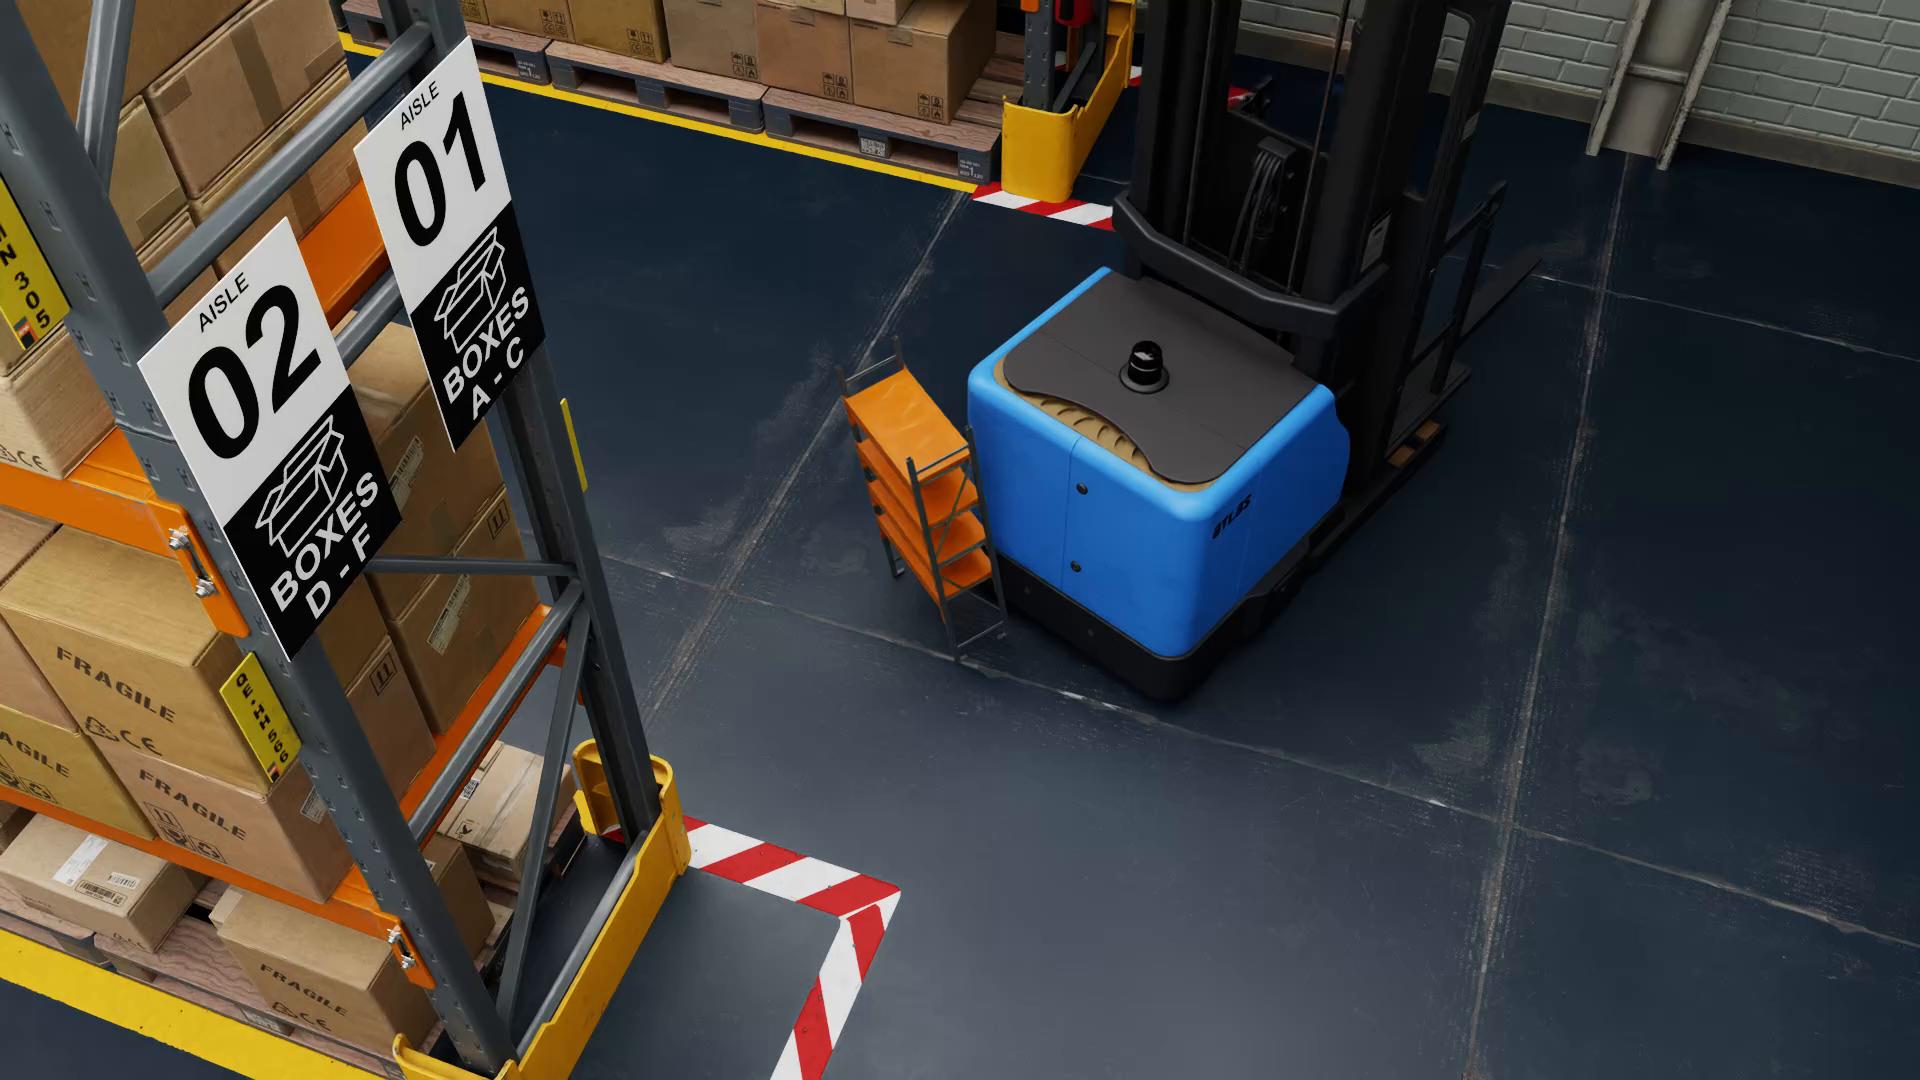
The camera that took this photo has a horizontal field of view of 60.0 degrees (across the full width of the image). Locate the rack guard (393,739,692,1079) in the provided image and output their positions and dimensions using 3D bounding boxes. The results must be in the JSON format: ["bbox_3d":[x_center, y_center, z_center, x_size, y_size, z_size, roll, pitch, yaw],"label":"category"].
[{"bbox_3d":[-1.262,1.254,5.199,0.348,0.500,1.175,16,51,13],"label":"rack guard"}]

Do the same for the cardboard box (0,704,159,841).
[{"bbox_3d":[-2.193,0.365,4.249,0.500,0.500,0.500,16,51,13],"label":"cardboard box"}]

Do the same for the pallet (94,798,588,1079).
[{"bbox_3d":[-2.011,1.141,5.488,1.213,0.211,1.003,16,51,13],"label":"pallet"}]

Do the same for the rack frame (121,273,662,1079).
[{"bbox_3d":[-1.191,0.455,4.237,0.127,3.000,1.000,16,51,13],"label":"rack frame"}]

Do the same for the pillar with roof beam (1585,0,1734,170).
[{"bbox_3d":[1.863,-1.876,2.288,0.400,9.000,9.100,16,51,13],"label":"pillar with roof beam"}]

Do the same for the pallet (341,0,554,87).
[{"bbox_3d":[-2.544,-2.937,9.022,1.213,0.211,1.003,16,51,13],"label":"pallet"}]

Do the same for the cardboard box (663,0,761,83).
[{"bbox_3d":[-1.111,-2.751,8.392,0.500,0.500,0.700,14,51,12],"label":"cardboard box"}]

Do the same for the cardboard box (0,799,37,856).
[{"bbox_3d":[-3.179,0.570,5.499,0.637,0.503,0.797,16,51,13],"label":"cardboard box"}]

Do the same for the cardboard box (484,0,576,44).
[{"bbox_3d":[-2.094,-3.021,8.626,0.500,0.500,0.700,15,51,13],"label":"cardboard box"}]

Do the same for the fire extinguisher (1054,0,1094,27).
[{"bbox_3d":[0.504,-2.543,7.134,0.183,0.674,0.296,16,51,13],"label":"fire extinguisher"}]

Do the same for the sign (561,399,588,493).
[{"bbox_3d":[-1.003,-0.213,4.243,0.005,0.325,0.100,16,51,13],"label":"sign"}]

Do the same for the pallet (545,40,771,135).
[{"bbox_3d":[-1.396,-2.618,8.746,1.213,0.211,1.003,16,51,13],"label":"pallet"}]

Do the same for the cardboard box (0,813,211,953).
[{"bbox_3d":[-2.667,0.974,5.316,0.500,0.250,0.500,16,51,13],"label":"cardboard box"}]

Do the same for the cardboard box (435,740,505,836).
[{"bbox_3d":[-1.699,0.821,5.504,0.250,0.166,0.380,16,51,13],"label":"cardboard box"}]

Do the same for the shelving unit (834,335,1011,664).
[{"bbox_3d":[-0.114,-0.112,5.901,0.258,1.200,0.503,-29,54,-12],"label":"shelving unit"}]

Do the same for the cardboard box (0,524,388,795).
[{"bbox_3d":[-1.704,0.174,3.753,0.500,0.500,0.500,15,51,13],"label":"cardboard box"}]

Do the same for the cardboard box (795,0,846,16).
[{"bbox_3d":[-0.593,-2.672,7.894,0.250,0.149,0.380,17,51,14],"label":"cardboard box"}]

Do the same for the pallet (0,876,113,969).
[{"bbox_3d":[-3.151,0.820,5.766,1.213,0.211,1.003,16,51,13],"label":"pallet"}]

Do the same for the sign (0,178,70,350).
[{"bbox_3d":[-1.402,-0.429,2.432,0.005,0.325,0.100,16,51,13],"label":"sign"}]

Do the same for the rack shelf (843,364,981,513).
[{"bbox_3d":[-0.164,-0.345,5.588,0.258,0.148,0.480,-29,54,-12],"label":"rack shelf"}]

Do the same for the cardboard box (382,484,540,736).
[{"bbox_3d":[-1.516,0.120,4.462,0.500,0.500,0.500,17,51,14],"label":"cardboard box"}]

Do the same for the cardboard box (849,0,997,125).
[{"bbox_3d":[-0.169,-2.488,8.164,0.500,0.500,0.700,16,51,13],"label":"cardboard box"}]

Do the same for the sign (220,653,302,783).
[{"bbox_3d":[-1.402,0.361,3.344,0.005,0.325,0.100,16,51,13],"label":"sign"}]

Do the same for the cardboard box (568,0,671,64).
[{"bbox_3d":[-1.613,-2.885,8.508,0.500,0.500,0.700,17,51,14],"label":"cardboard box"}]

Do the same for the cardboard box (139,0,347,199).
[{"bbox_3d":[-1.583,-0.961,3.248,0.500,0.250,0.500,16,51,13],"label":"cardboard box"}]

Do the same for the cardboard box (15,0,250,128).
[{"bbox_3d":[-1.679,-1.010,2.794,0.500,0.500,0.700,16,51,13],"label":"cardboard box"}]

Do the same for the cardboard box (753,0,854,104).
[{"bbox_3d":[-0.639,-2.619,8.278,0.500,0.500,0.700,15,51,13],"label":"cardboard box"}]

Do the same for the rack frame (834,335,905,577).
[{"bbox_3d":[-0.237,-0.271,6.039,0.240,1.200,0.015,-29,54,-12],"label":"rack frame"}]

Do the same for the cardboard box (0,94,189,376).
[{"bbox_3d":[-1.761,-0.595,2.931,0.500,0.250,0.500,16,51,13],"label":"cardboard box"}]

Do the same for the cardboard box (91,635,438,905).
[{"bbox_3d":[-1.706,0.498,4.134,0.500,0.500,0.500,17,51,14],"label":"cardboard box"}]

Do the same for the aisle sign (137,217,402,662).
[{"bbox_3d":[-1.233,-0.161,3.051,0.004,0.787,0.394,16,51,13],"label":"aisle sign"}]

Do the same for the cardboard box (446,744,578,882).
[{"bbox_3d":[-1.465,0.892,5.454,0.250,0.149,0.380,16,51,13],"label":"cardboard box"}]

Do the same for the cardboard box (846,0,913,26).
[{"bbox_3d":[-0.353,-2.605,7.837,0.250,0.149,0.380,15,51,13],"label":"cardboard box"}]

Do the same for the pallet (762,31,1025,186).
[{"bbox_3d":[-0.255,-2.298,8.468,1.213,0.211,1.003,16,51,13],"label":"pallet"}]

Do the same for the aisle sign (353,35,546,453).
[{"bbox_3d":[-1.025,-0.586,3.419,0.004,0.787,0.394,16,51,13],"label":"aisle sign"}]

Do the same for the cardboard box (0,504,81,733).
[{"bbox_3d":[-2.178,0.042,3.868,0.500,0.500,0.500,17,51,14],"label":"cardboard box"}]

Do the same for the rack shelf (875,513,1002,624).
[{"bbox_3d":[-0.080,0.045,6.112,0.258,0.148,0.480,-29,54,-12],"label":"rack shelf"}]

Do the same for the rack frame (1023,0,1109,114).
[{"bbox_3d":[0.522,-3.057,7.281,0.127,3.000,1.000,16,51,13],"label":"rack frame"}]

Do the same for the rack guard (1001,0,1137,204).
[{"bbox_3d":[0.545,-2.232,8.220,0.348,0.500,1.175,16,51,13],"label":"rack guard"}]

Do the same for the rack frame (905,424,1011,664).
[{"bbox_3d":[0.009,0.047,5.762,0.240,1.200,0.015,-29,54,-12],"label":"rack frame"}]

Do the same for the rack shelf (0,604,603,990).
[{"bbox_3d":[-3.067,0.167,4.963,4.000,0.370,1.077,16,51,13],"label":"rack shelf"}]

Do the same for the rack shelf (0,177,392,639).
[{"bbox_3d":[-3.067,-0.815,3.829,4.000,0.370,1.077,16,51,13],"label":"rack shelf"}]

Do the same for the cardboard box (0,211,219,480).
[{"bbox_3d":[-1.764,-0.426,3.115,0.500,0.250,0.500,16,51,13],"label":"cardboard box"}]

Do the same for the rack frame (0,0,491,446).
[{"bbox_3d":[-1.191,-1.509,1.970,0.127,3.000,1.000,16,51,13],"label":"rack frame"}]

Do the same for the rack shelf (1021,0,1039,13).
[{"bbox_3d":[-1.354,-3.345,8.007,4.000,0.370,1.077,16,51,13],"label":"rack shelf"}]

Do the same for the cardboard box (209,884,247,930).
[{"bbox_3d":[-2.135,1.102,5.261,0.250,0.166,0.380,16,51,13],"label":"cardboard box"}]

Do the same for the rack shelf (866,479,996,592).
[{"bbox_3d":[-0.105,-0.072,5.954,0.258,0.148,0.480,-29,54,-12],"label":"rack shelf"}]

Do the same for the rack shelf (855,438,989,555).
[{"bbox_3d":[-0.134,-0.205,5.776,0.258,0.148,0.480,-29,54,-12],"label":"rack shelf"}]

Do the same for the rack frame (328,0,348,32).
[{"bbox_3d":[-3.230,-4.104,8.189,0.127,3.000,1.000,16,51,13],"label":"rack frame"}]

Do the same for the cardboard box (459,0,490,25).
[{"bbox_3d":[-2.564,-3.155,8.742,0.500,0.500,0.700,16,51,14],"label":"cardboard box"}]

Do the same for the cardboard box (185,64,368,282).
[{"bbox_3d":[-1.585,-0.793,3.433,0.500,0.250,0.500,16,51,13],"label":"cardboard box"}]

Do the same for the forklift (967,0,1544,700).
[{"bbox_3d":[1.364,-1.420,5.908,1.130,2.935,3.031,34,57,26],"label":"forklift"}]

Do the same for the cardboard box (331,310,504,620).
[{"bbox_3d":[-1.516,-0.208,4.084,0.500,0.500,0.500,17,51,14],"label":"cardboard box"}]

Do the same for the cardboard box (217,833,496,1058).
[{"bbox_3d":[-1.786,1.162,4.987,0.500,0.500,0.500,16,51,13],"label":"cardboard box"}]
